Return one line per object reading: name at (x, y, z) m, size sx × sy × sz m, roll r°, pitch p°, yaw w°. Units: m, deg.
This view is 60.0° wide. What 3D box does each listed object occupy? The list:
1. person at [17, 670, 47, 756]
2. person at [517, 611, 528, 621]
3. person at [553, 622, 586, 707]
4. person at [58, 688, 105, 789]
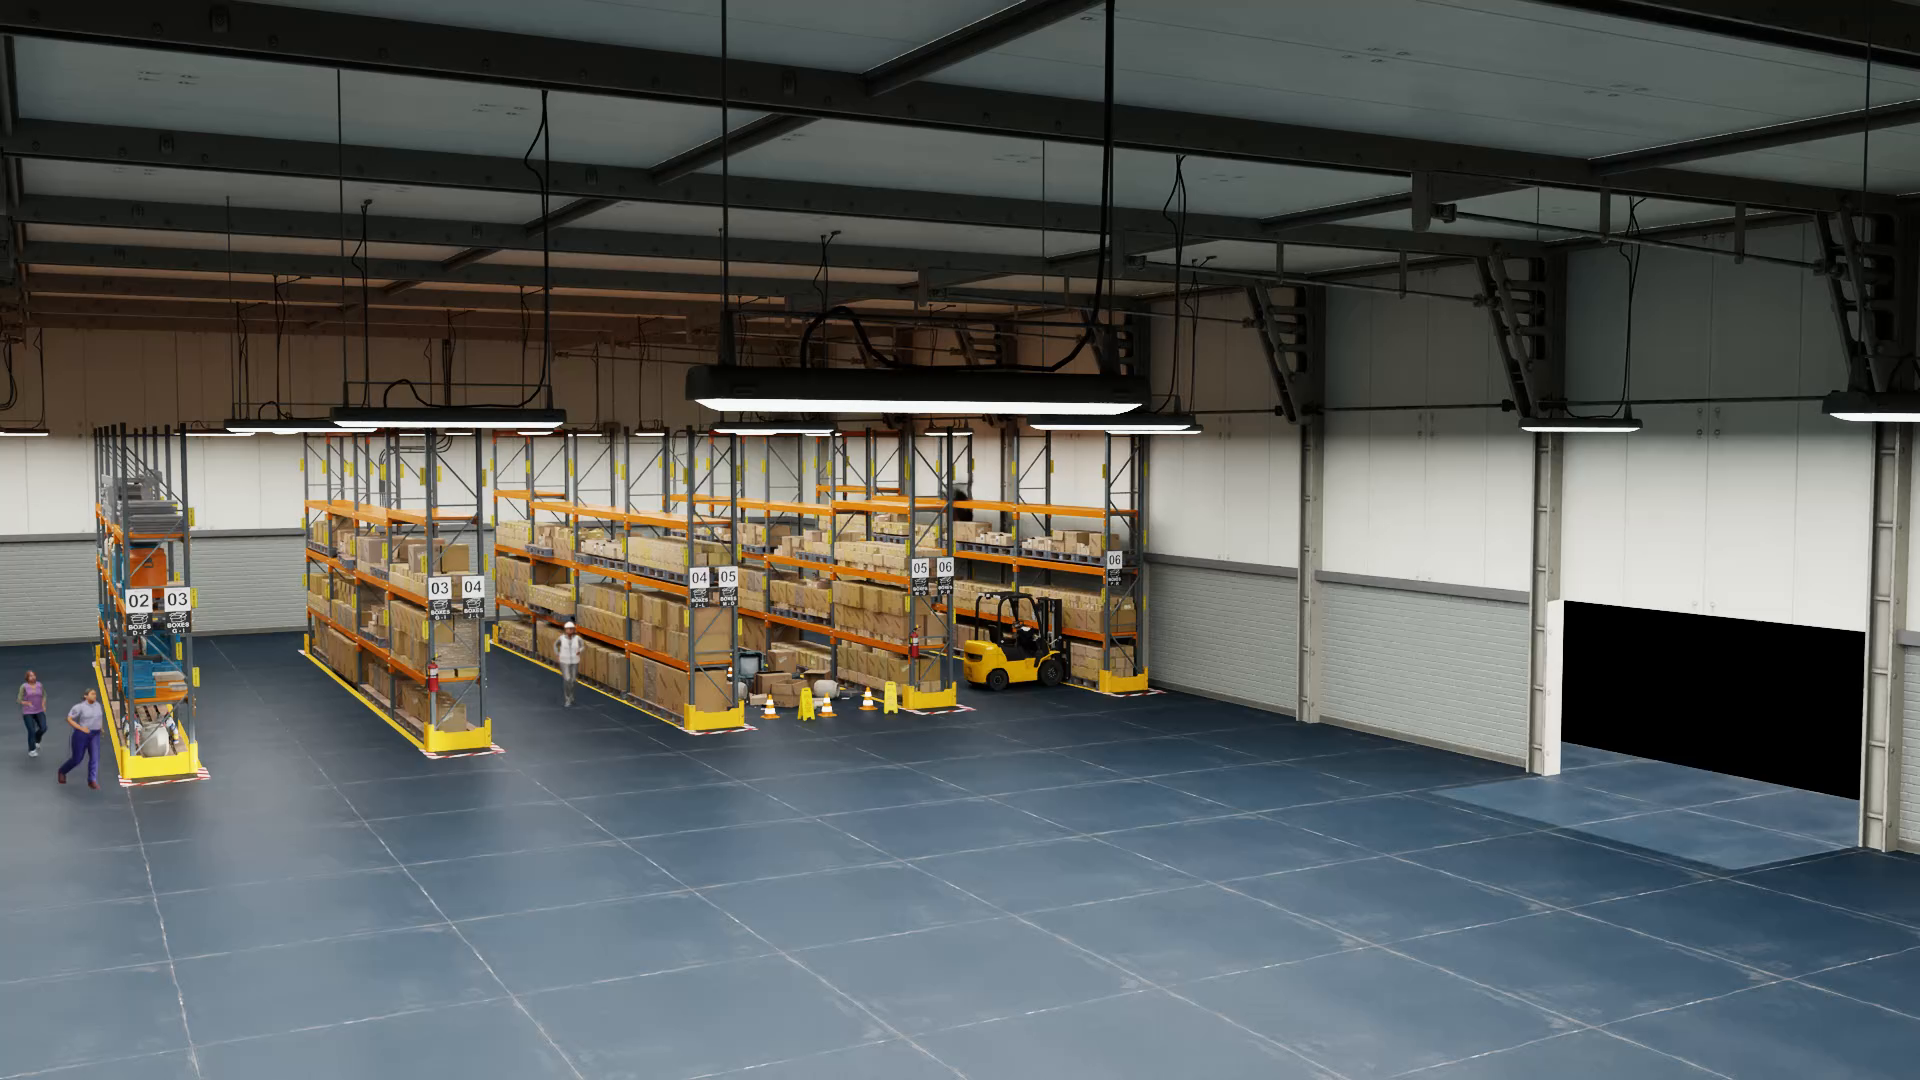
person at (-16.664, 3.121, 29.944) m, size 0.532 × 1.556 × 0.525 m, roll 3°, pitch 5°, yaw 44°
person at (-12.618, 1.982, 48.462) m, size 0.631 × 1.736 × 0.668 m, roll 1°, pitch 4°, yaw 16°
person at (-8.414, 2.671, 35.894) m, size 0.645 × 1.828 × 0.795 m, roll -2°, pitch 4°, yaw -25°
person at (-14.371, 3.257, 27.415) m, size 0.905 × 1.602 × 0.684 m, roll 2°, pitch 4°, yaw 30°
